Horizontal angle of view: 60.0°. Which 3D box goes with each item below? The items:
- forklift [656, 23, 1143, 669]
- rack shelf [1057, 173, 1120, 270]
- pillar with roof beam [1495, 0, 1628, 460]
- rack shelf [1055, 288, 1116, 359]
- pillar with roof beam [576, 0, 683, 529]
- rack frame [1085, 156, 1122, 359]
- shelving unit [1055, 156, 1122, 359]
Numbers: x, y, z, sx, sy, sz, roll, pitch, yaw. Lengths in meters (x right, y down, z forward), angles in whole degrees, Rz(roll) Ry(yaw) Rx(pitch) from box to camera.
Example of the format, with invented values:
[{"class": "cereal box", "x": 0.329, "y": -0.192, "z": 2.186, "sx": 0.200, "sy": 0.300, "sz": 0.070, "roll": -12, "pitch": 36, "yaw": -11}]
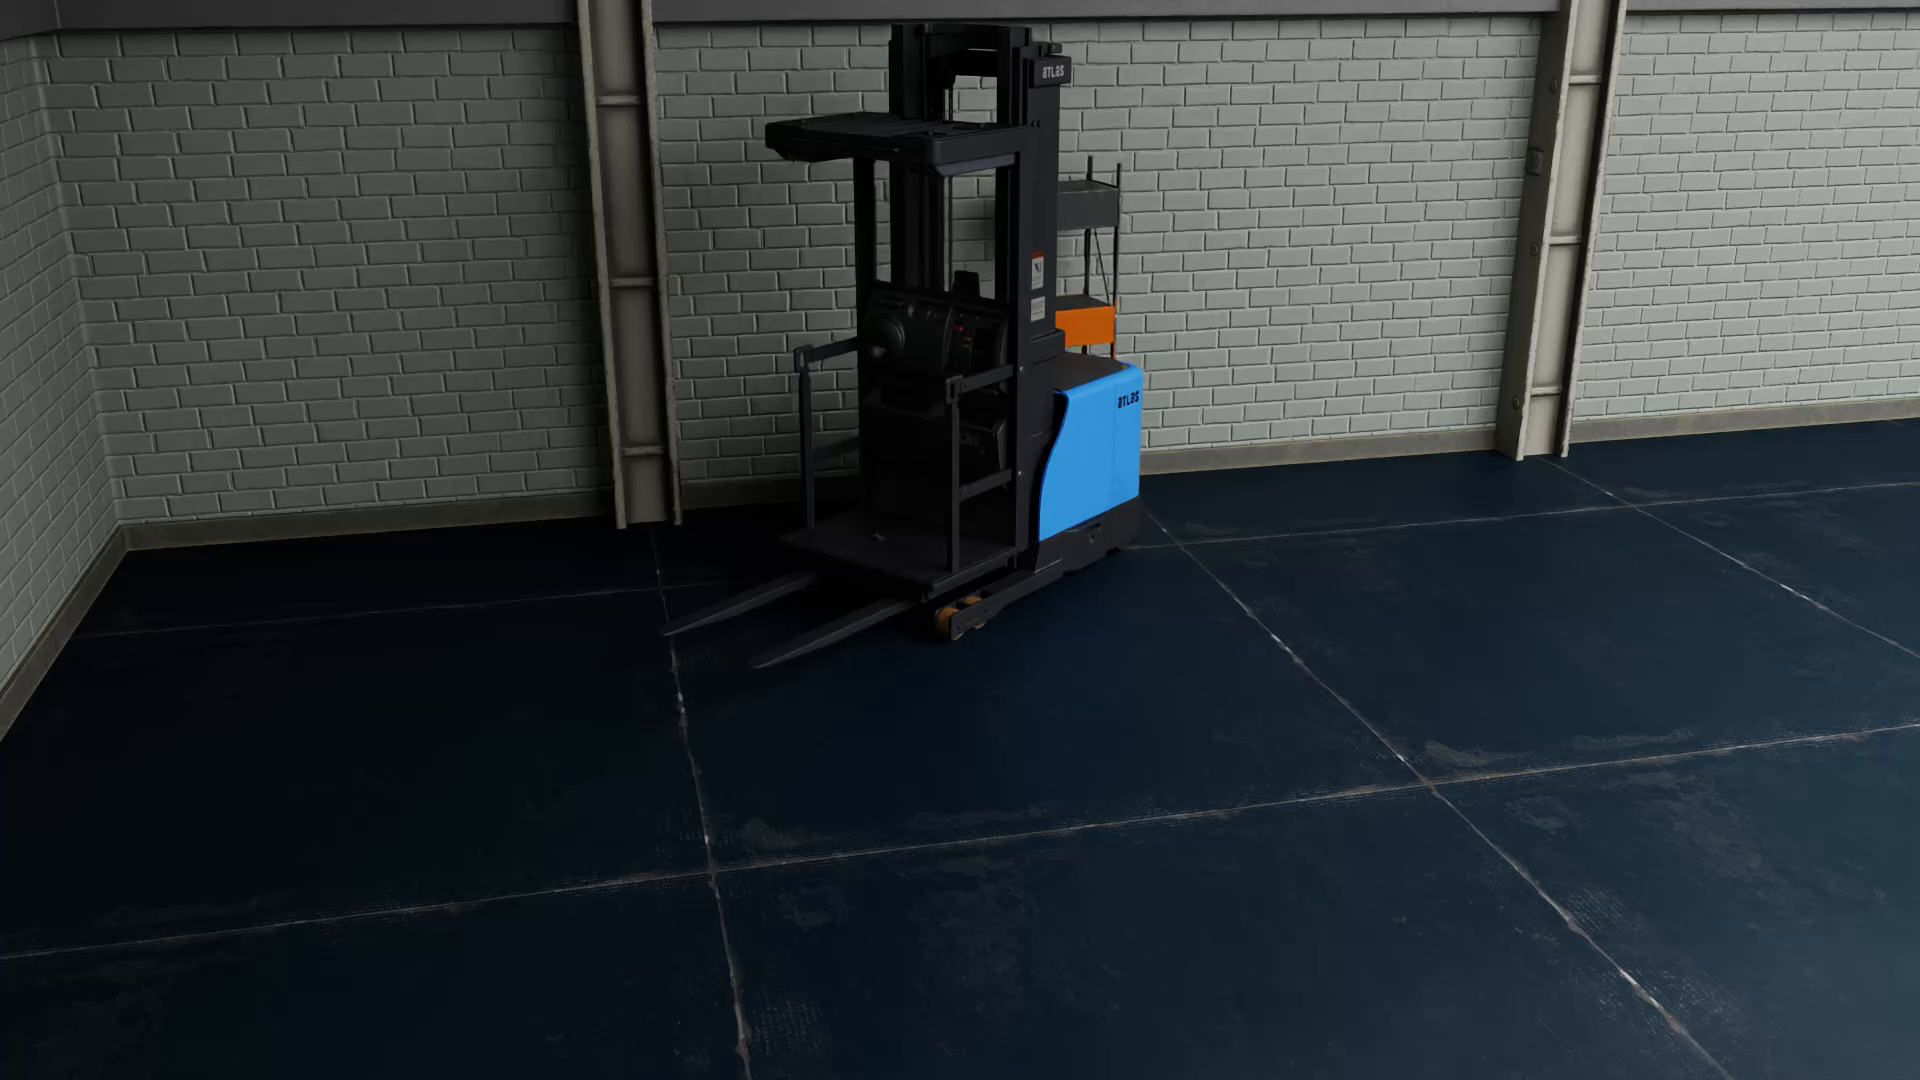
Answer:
[{"class": "forklift", "x": -0.258, "y": -1.061, "z": 8.451, "sx": 1.130, "sy": 2.935, "sz": 3.031, "roll": 15, "pitch": 25, "yaw": 36}, {"class": "rack shelf", "x": 0.636, "y": -1.883, "z": 9.908, "sx": 0.480, "sy": 0.518, "sz": 0.431, "roll": -9, "pitch": 22, "yaw": -22}, {"class": "pillar with roof beam", "x": 4.923, "y": -3.392, "z": 5.991, "sx": 0.400, "sy": 9.000, "sz": 9.100, "roll": -5, "pitch": 21, "yaw": -12}, {"class": "rack shelf", "x": 0.636, "y": -1.226, "z": 10.149, "sx": 0.480, "sy": 0.518, "sz": 0.431, "roll": -9, "pitch": 22, "yaw": -22}, {"class": "pillar with roof beam", "x": -0.916, "y": -2.917, "z": 4.695, "sx": 0.400, "sy": 9.000, "sz": 9.100, "roll": -5, "pitch": 21, "yaw": -12}, {"class": "rack frame", "x": 0.859, "y": -1.273, "z": 10.236, "sx": 0.015, "sy": 2.100, "sz": 0.400, "roll": -9, "pitch": 22, "yaw": -22}, {"class": "shelving unit", "x": 0.636, "y": -1.239, "z": 10.144, "sx": 0.503, "sy": 2.100, "sz": 0.431, "roll": -9, "pitch": 22, "yaw": -22}]
